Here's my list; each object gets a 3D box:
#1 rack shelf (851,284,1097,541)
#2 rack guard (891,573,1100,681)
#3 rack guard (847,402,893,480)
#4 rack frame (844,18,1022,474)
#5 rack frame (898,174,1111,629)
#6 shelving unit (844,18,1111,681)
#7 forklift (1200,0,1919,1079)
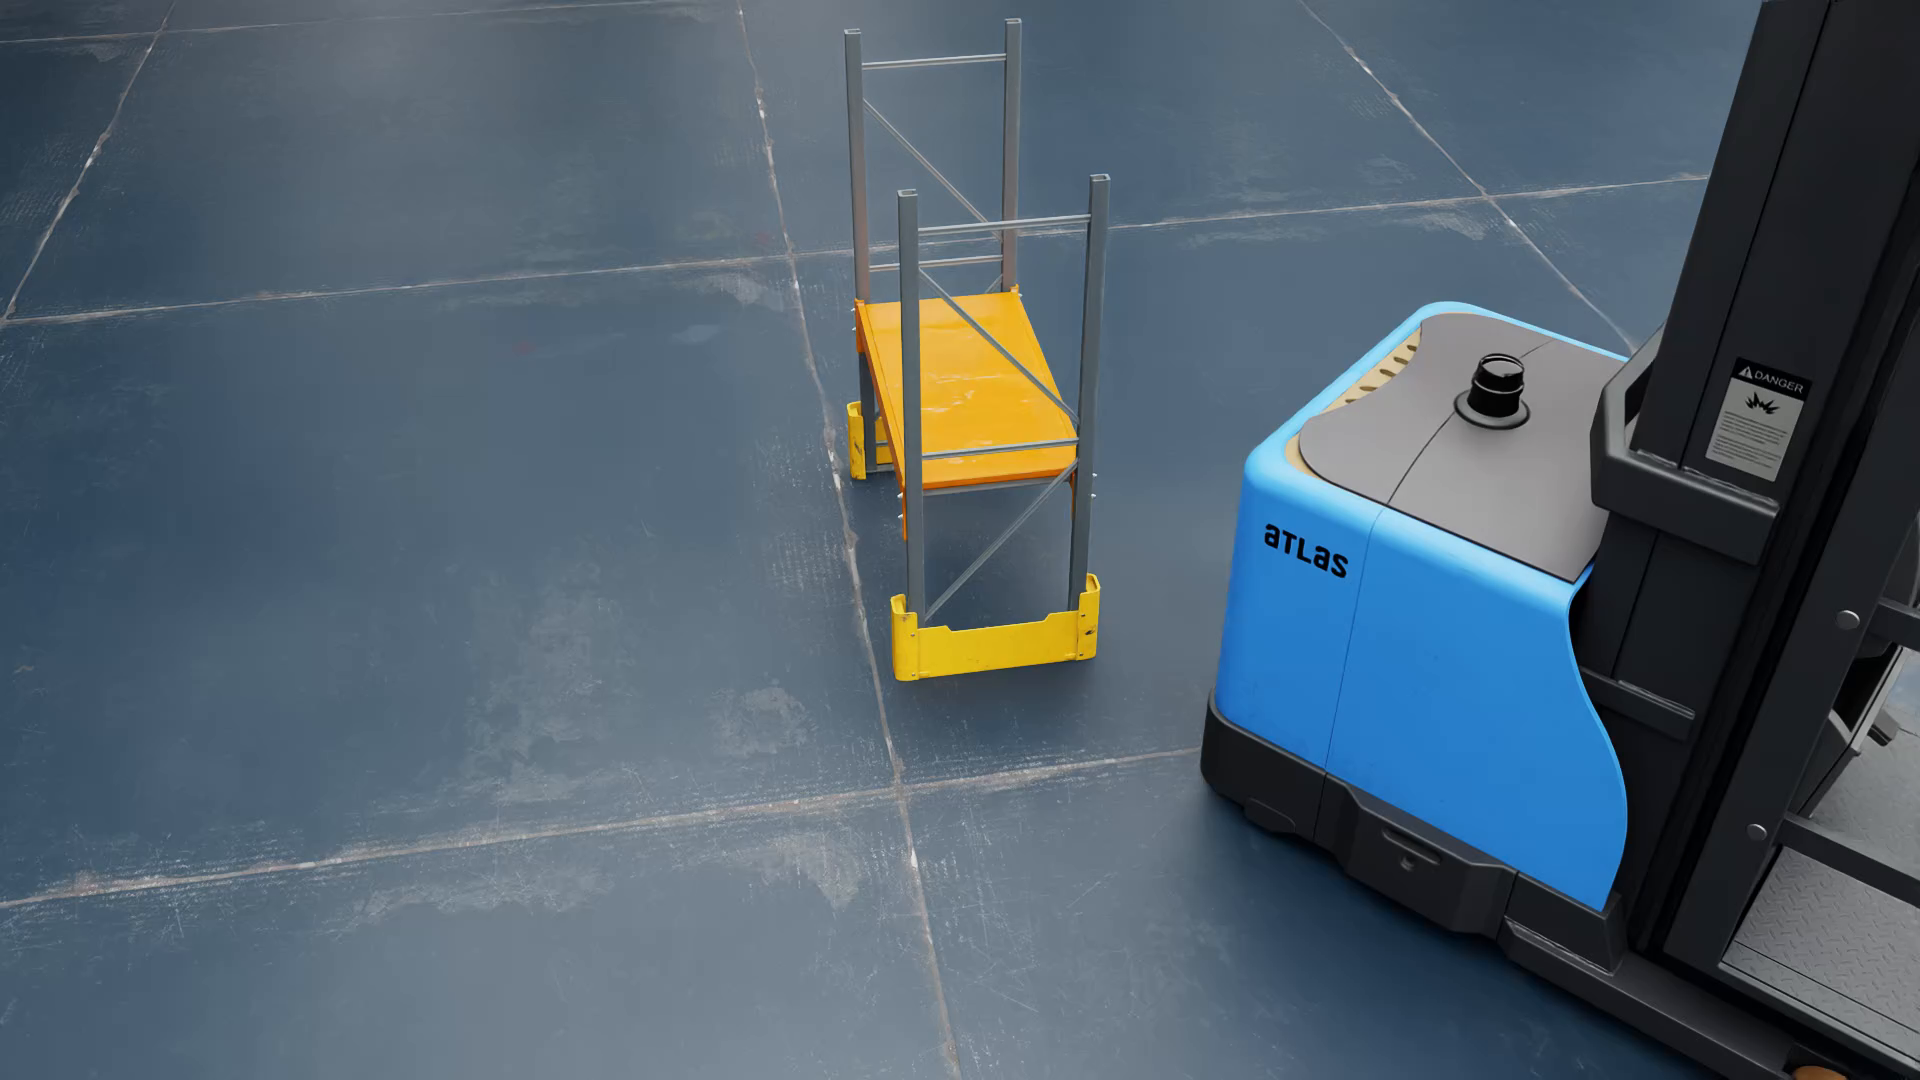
[{"bbox_3d":[0.015,-0.399,4.834,0.538,0.185,1.000,-6,38,-8],"label":"rack shelf"},{"bbox_3d":[0.101,0.248,4.727,0.587,0.250,0.087,-6,38,-8],"label":"rack guard"},{"bbox_3d":[-0.074,-0.353,5.501,0.587,0.250,0.087,-6,38,-8],"label":"rack guard"},{"bbox_3d":[-0.074,-0.848,5.119,0.500,1.500,0.032,-6,38,-8],"label":"rack frame"},{"bbox_3d":[0.104,-0.234,4.328,0.500,1.500,0.032,-6,38,-8],"label":"rack frame"},{"bbox_3d":[0.013,-0.546,4.731,0.587,1.500,1.083,-6,38,-8],"label":"shelving unit"},{"bbox_3d":[2.093,-0.155,3.061,3.031,2.935,1.130,26,45,30],"label":"forklift"}]
